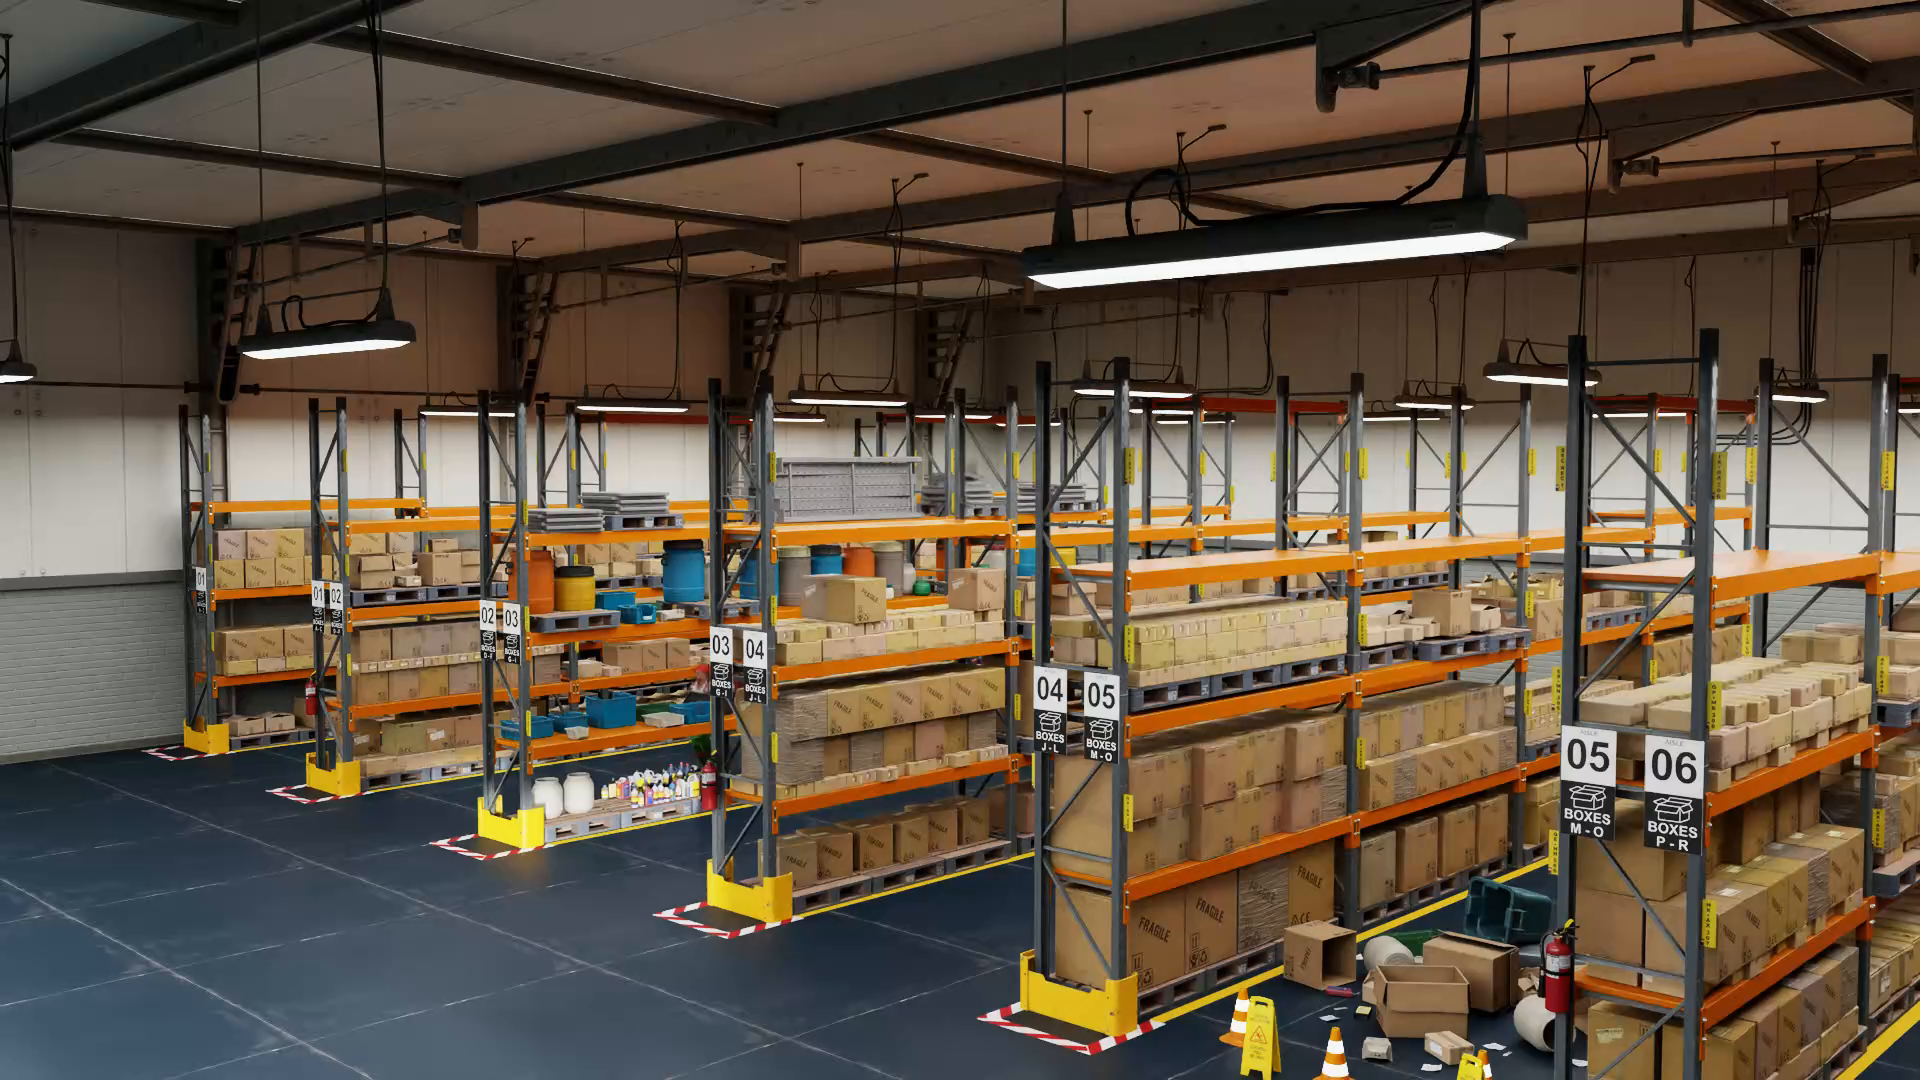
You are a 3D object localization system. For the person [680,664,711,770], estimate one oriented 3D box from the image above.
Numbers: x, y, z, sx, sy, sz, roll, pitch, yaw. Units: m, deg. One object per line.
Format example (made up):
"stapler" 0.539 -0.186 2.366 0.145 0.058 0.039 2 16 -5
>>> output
"person" -4.116 2.889 26.484 0.749 1.824 0.635 -3 4 -44
